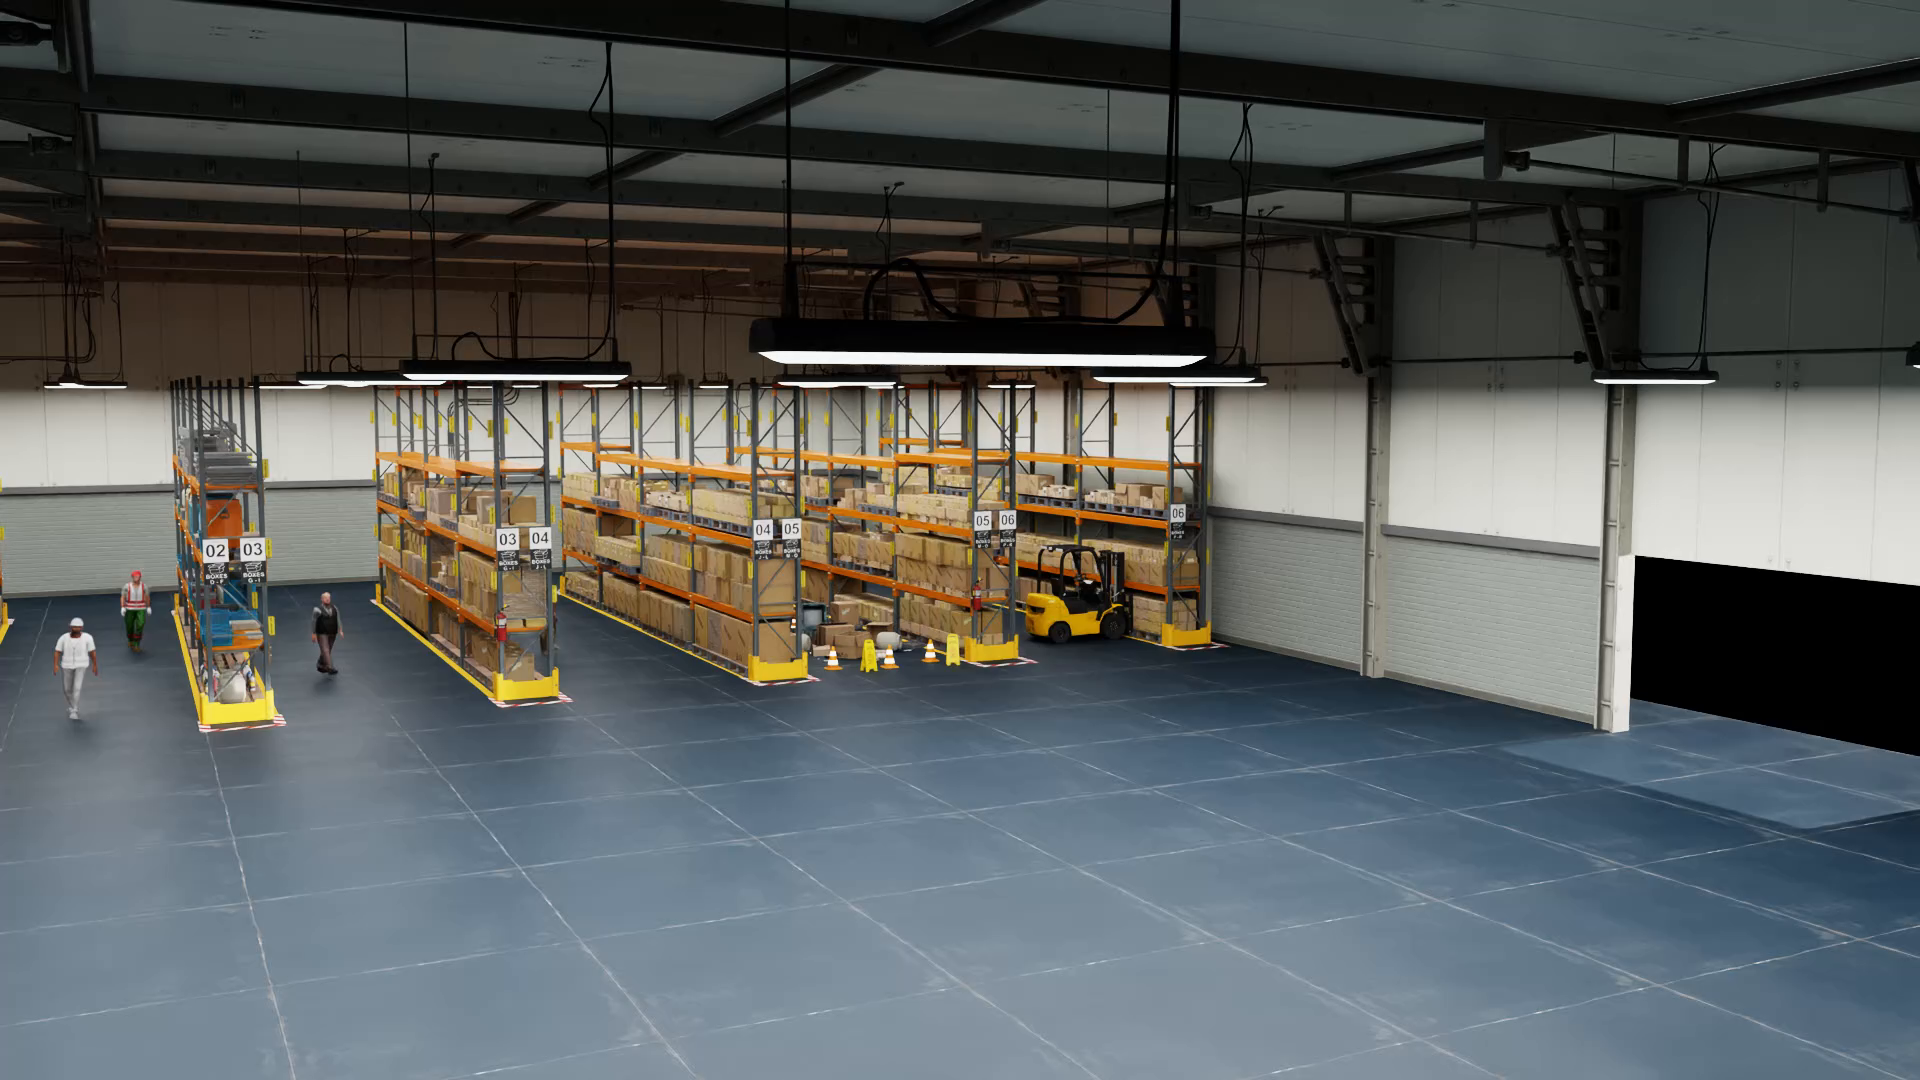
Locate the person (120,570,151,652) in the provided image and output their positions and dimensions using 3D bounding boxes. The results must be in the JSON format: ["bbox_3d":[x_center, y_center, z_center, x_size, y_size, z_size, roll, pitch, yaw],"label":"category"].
[{"bbox_3d":[-18.327,1.581,36.988,0.645,1.821,0.683,-3,6,-34],"label":"person"}]

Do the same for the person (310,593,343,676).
[{"bbox_3d":[-12.700,1.891,33.472,1.069,1.660,0.567,3,6,33],"label":"person"}]

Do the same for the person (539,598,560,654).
[{"bbox_3d":[-9.085,1.606,36.315,0.628,1.769,0.571,-1,5,-15],"label":"person"}]

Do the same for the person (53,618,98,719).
[{"bbox_3d":[-15.639,2.248,29.401,0.677,1.738,0.846,-2,5,-22],"label":"person"}]
